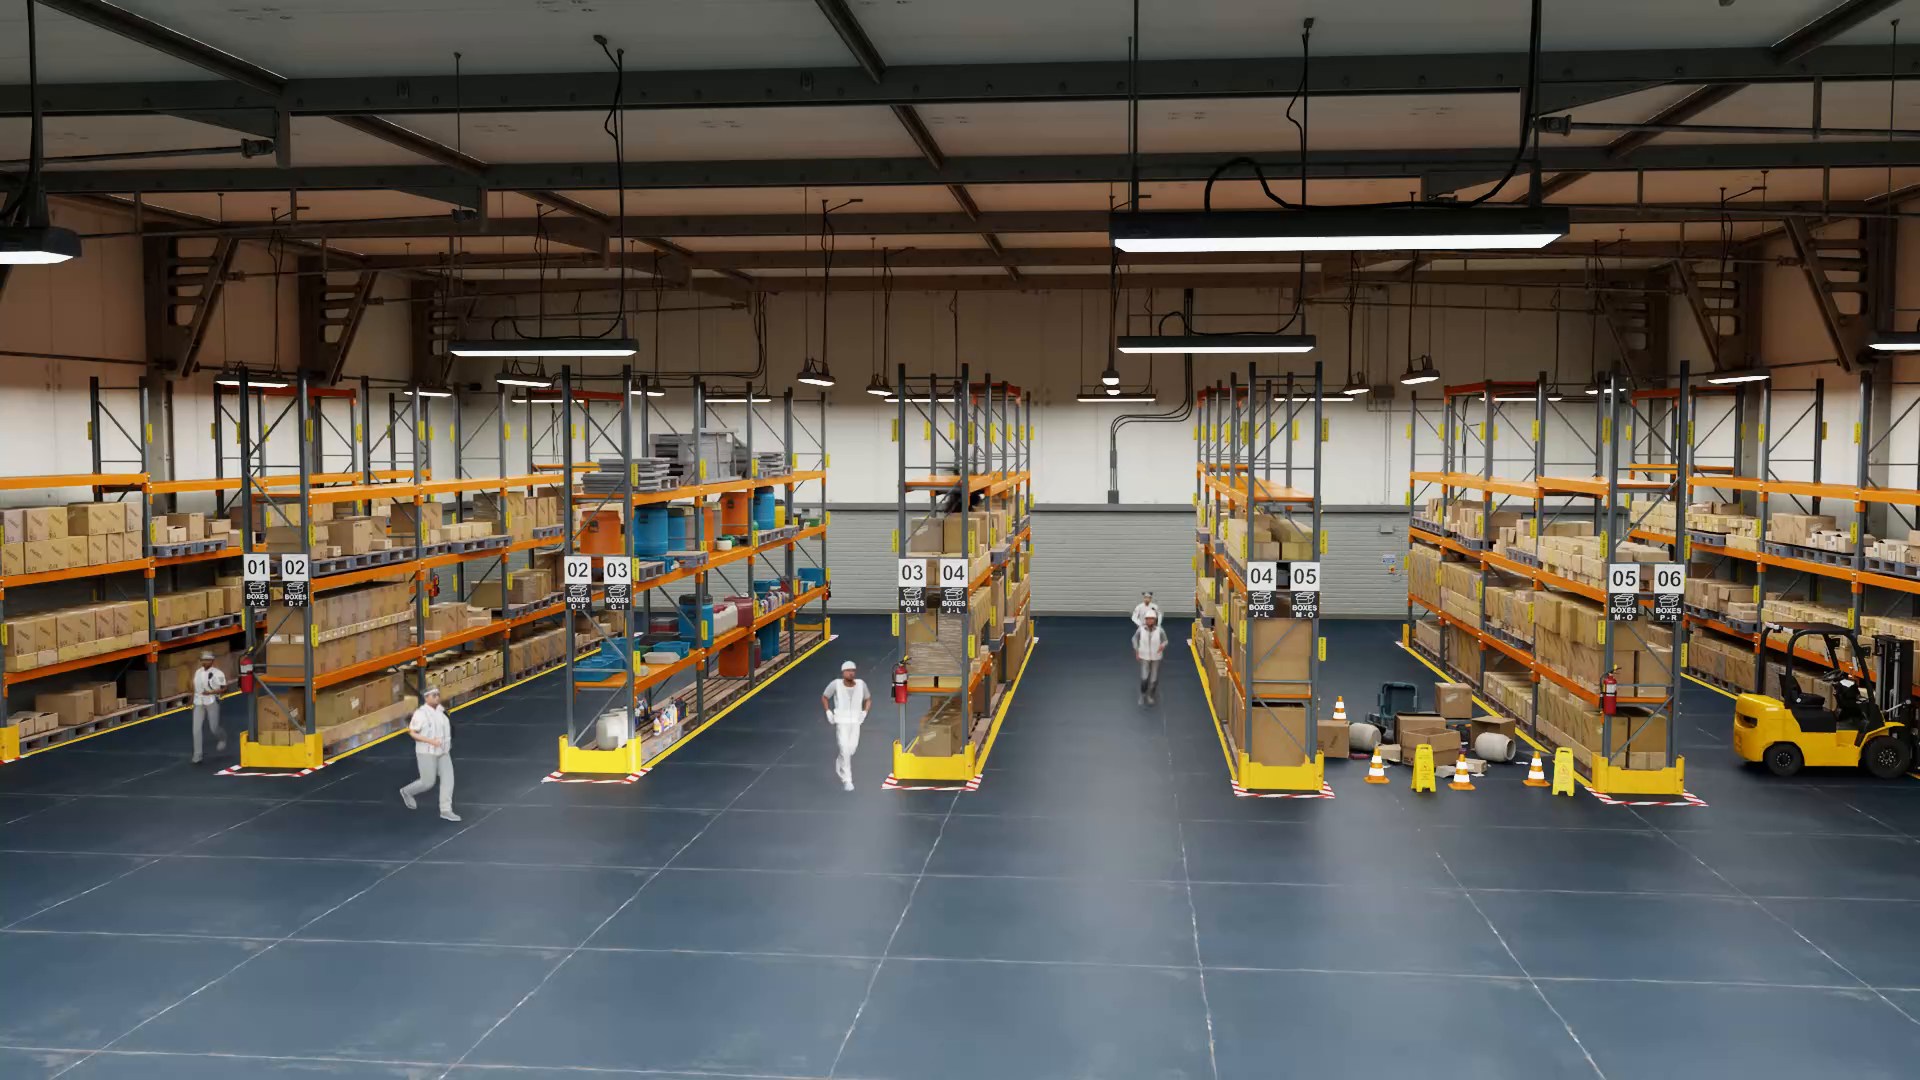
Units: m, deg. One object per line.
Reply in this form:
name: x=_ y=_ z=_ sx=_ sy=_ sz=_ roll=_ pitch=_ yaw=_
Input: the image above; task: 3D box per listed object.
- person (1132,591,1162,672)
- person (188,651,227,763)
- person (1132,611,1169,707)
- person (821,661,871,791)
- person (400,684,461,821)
person: x=3.956 y=1.912 z=35.145 sx=0.641 sy=1.704 sz=0.778 roll=0 pitch=4 yaw=5
person: x=-11.564 y=2.532 z=25.510 sx=0.619 sy=1.670 sz=0.834 roll=0 pitch=4 yaw=2
person: x=3.487 y=2.173 z=30.385 sx=0.661 sy=1.759 sz=0.676 roll=0 pitch=4 yaw=3
person: x=-1.606 y=2.606 z=23.687 sx=0.693 sy=1.794 sz=0.910 roll=-1 pitch=4 yaw=-20
person: x=-6.860 y=2.743 z=21.571 sx=0.912 sy=1.776 sz=0.667 roll=2 pitch=4 yaw=28
